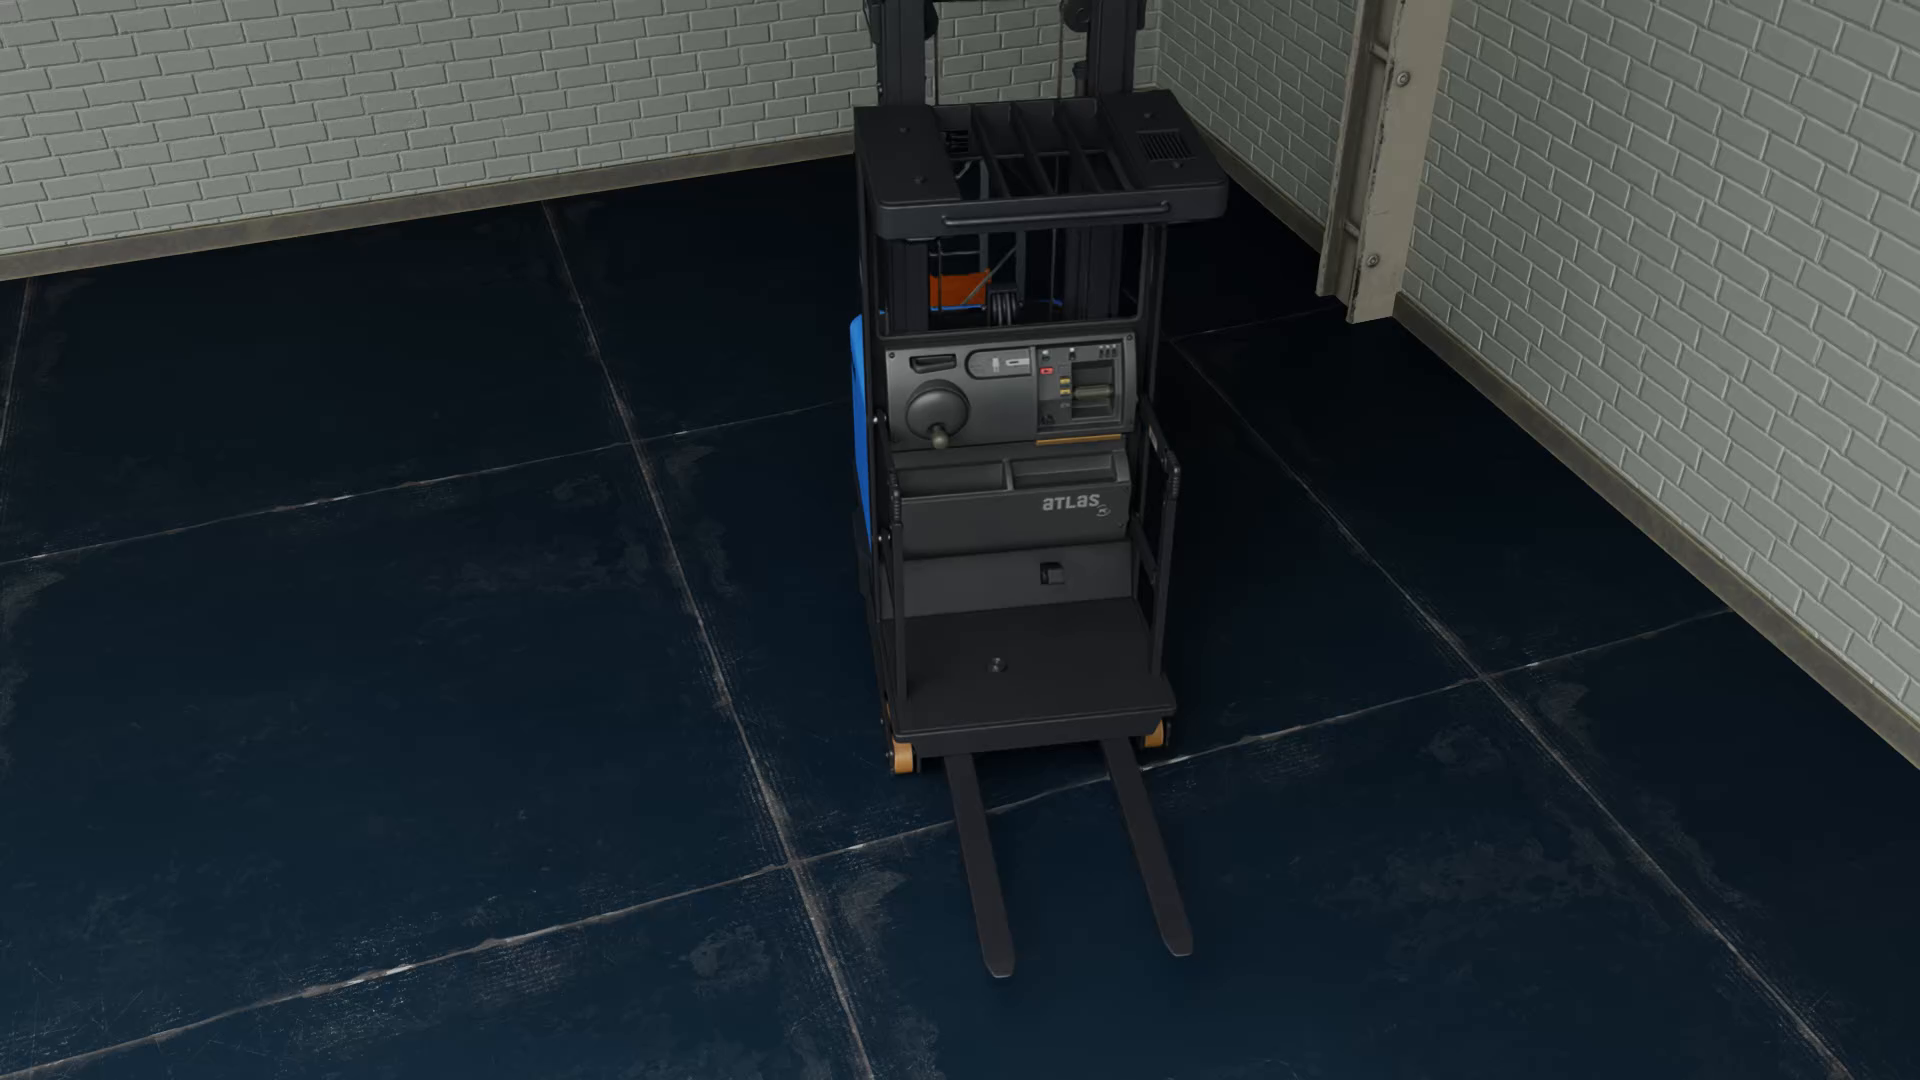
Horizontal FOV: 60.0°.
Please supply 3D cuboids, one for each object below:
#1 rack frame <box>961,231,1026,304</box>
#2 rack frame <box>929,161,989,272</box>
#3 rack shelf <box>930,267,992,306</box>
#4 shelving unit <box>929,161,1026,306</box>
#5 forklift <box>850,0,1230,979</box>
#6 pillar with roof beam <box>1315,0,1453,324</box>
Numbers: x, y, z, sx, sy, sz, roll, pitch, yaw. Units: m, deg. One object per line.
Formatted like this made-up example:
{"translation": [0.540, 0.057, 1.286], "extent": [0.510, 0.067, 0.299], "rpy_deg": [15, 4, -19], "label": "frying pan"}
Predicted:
{"translation": [0.041, -0.843, 7.622], "extent": [0.500, 1.500, 0.032], "rpy_deg": [-5, 37, -7], "label": "rack frame"}
{"translation": [-0.106, -1.448, 8.426], "extent": [0.500, 1.500, 0.032], "rpy_deg": [-5, 37, -7], "label": "rack frame"}
{"translation": [-0.033, -1.002, 8.132], "extent": [0.538, 0.185, 1.000], "rpy_deg": [-5, 37, -7], "label": "rack shelf"}
{"translation": [-0.031, -1.140, 8.017], "extent": [0.587, 1.500, 1.083], "rpy_deg": [-5, 37, -7], "label": "shelving unit"}
{"translation": [0.225, -0.483, 5.955], "extent": [1.130, 2.935, 3.031], "rpy_deg": [-5, 37, -7], "label": "forklift"}
{"translation": [-1.769, -4.063, 5.665], "extent": [9.100, 9.000, 0.400], "rpy_deg": [-12, 39, -16], "label": "pillar with roof beam"}
